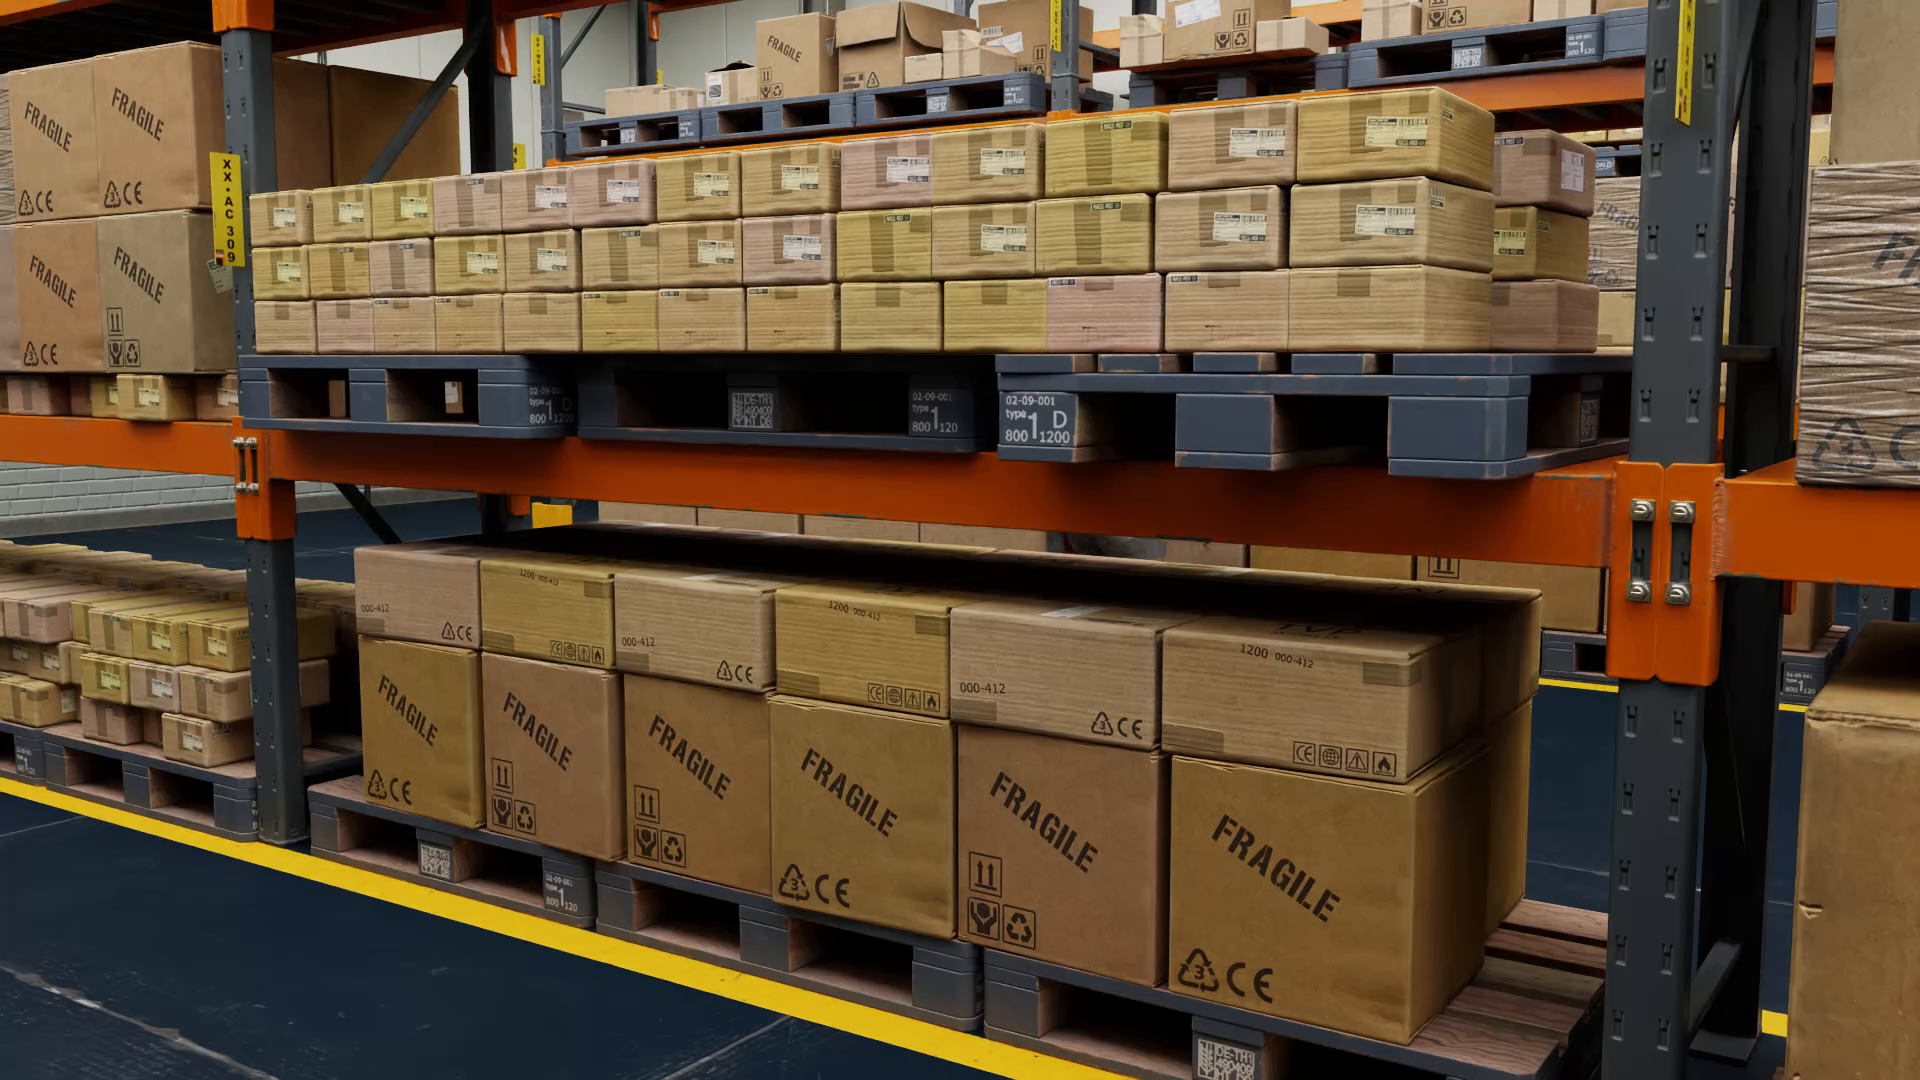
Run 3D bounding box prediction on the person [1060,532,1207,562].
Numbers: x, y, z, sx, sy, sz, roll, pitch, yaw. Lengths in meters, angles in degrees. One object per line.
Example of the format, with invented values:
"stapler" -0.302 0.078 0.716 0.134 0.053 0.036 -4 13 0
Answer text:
"person" 0.608 -0.093 6.468 0.851 1.757 0.554 -5 8 -41
